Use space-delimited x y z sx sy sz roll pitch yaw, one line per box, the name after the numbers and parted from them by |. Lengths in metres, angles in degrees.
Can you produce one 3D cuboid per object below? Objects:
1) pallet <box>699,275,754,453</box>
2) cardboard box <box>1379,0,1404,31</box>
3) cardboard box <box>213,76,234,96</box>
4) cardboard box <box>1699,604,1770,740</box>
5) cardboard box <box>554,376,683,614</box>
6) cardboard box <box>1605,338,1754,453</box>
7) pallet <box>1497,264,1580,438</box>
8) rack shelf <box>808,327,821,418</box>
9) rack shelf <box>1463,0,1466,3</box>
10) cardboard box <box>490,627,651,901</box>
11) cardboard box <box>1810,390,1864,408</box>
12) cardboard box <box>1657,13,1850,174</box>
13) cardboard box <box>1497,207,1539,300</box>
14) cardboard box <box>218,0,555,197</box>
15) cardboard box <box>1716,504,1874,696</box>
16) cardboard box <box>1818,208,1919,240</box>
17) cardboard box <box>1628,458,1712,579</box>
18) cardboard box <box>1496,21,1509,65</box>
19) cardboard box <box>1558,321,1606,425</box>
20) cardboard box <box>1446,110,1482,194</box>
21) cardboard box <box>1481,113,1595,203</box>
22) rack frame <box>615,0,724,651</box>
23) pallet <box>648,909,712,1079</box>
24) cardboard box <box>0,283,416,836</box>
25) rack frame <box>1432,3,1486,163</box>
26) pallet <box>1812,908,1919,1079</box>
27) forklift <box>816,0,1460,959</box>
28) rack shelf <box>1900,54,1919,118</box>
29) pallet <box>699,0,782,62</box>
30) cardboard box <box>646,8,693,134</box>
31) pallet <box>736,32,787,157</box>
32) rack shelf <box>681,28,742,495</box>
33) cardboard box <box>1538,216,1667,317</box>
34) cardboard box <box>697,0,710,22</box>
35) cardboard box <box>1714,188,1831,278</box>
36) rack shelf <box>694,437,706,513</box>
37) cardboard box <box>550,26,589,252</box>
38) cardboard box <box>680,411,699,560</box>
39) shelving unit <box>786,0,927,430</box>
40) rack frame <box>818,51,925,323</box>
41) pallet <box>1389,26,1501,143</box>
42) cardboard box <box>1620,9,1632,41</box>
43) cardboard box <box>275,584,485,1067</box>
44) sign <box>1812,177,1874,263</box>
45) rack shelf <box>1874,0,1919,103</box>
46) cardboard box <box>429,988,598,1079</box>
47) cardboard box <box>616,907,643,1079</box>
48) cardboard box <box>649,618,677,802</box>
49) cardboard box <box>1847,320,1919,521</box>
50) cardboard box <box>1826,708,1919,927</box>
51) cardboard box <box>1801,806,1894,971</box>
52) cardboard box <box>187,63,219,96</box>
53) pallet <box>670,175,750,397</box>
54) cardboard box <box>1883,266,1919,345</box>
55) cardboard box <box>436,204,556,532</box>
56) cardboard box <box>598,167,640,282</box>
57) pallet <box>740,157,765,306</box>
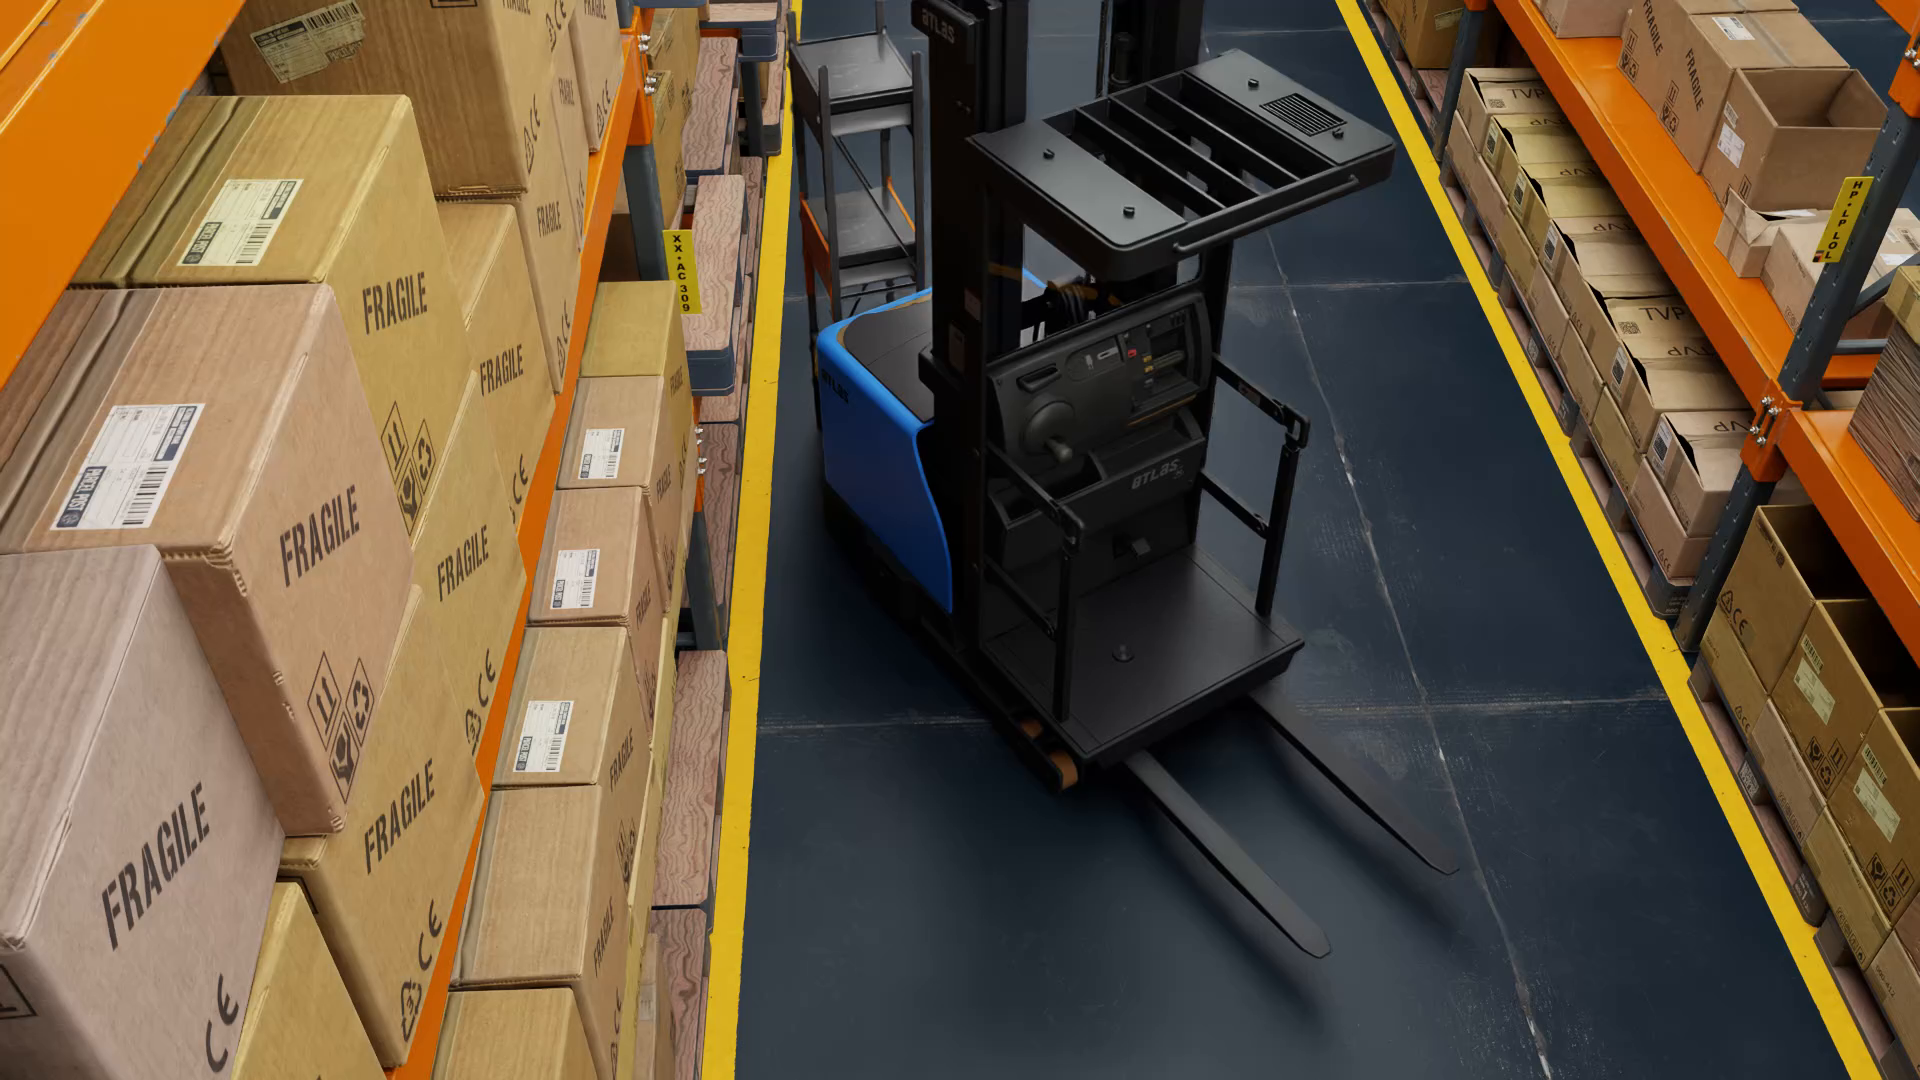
-1.552 -0.868 8.190 1.003 0.211 1.213 -2 43 -2 | pallet
3.020 -3.604 10.636 0.500 0.500 0.500 -3 43 -3 | cardboard box
-1.632 -0.652 3.583 0.500 0.500 0.500 -2 43 -2 | cardboard box
3.203 0.491 6.368 0.500 0.250 0.500 -2 43 -2 | cardboard box
-1.107 -0.126 4.859 0.500 0.500 0.500 -2 43 -2 | cardboard box
3.154 -0.653 7.202 0.500 0.311 0.500 -1 43 -1 | cardboard box
3.361 -0.983 8.316 1.003 0.211 1.213 -2 43 -2 | pallet
-0.417 -0.668 7.631 0.431 0.518 0.480 -13 44 -13 | rack shelf
3.231 -4.475 10.594 1.077 0.370 4.000 -2 43 -2 | rack shelf
-1.074 0.565 4.104 0.500 0.500 0.500 0 43 0 | cardboard box
3.701 -0.661 7.210 0.500 0.311 0.500 -2 43 -2 | cardboard box
3.426 -1.939 7.221 0.500 0.500 0.500 -2 43 -2 | cardboard box
3.095 -1.479 8.517 0.500 0.250 0.500 -3 43 -3 | cardboard box
-1.105 -1.011 3.234 0.500 0.500 0.500 -3 43 -3 | cardboard box
3.193 0.215 6.114 0.500 0.500 0.500 -2 43 -2 | cardboard box
3.653 -1.201 6.676 0.380 0.149 0.250 -2 43 -2 | cardboard box
3.179 -0.102 7.015 0.500 0.250 0.500 -2 43 -2 | cardboard box
3.554 -3.299 10.303 0.500 0.500 0.500 -3 43 -3 | cardboard box
3.137 -0.789 7.765 0.500 0.250 0.500 -1 43 -1 | cardboard box
3.045 -2.169 9.270 0.500 0.250 0.500 -2 43 -2 | cardboard box
3.076 -2.021 8.694 0.500 0.311 0.500 -3 43 -3 | cardboard box
-1.463 -0.545 5.774 1.000 3.000 0.127 -2 43 -2 | rack frame
-1.344 1.761 5.322 1.003 0.211 1.213 -2 43 -2 | pallet
-1.038 0.030 2.098 0.500 0.500 0.500 -2 43 -2 | cardboard box
3.316 -3.390 8.878 1.000 3.000 0.127 -2 43 -2 | rack frame
3.533 1.702 5.386 1.003 0.211 1.213 -2 43 -2 | pallet
0.634 -0.495 5.770 1.130 2.935 3.031 -24 48 -24 | forklift
3.571 -0.180 3.688 1.077 0.370 4.000 -2 43 -2 | rack shelf
-1.496 -2.696 8.263 1.213 0.211 1.003 -2 43 -2 | pallet
-1.526 -1.909 6.863 0.700 0.500 0.500 4 43 4 | cardboard box
-1.591 -2.751 10.245 1.003 0.211 1.213 -2 43 -2 | pallet
-1.548 -1.630 7.490 1.077 0.370 4.000 -2 43 -2 | rack shelf
3.117 -1.330 7.940 0.500 0.311 0.500 -2 43 -2 | cardboard box
-1.552 -2.750 7.781 0.700 0.500 0.500 -5 43 -6 | cardboard box
3.265 -1.228 6.619 0.396 0.266 0.258 -3 43 -3 | cardboard box
-1.378 1.071 4.544 1.077 0.370 4.000 -2 43 -2 | rack shelf
-1.186 -1.019 3.983 0.500 0.500 0.500 -5 43 -5 | cardboard box
-1.140 -0.186 5.478 0.500 0.250 0.500 -2 43 -2 | cardboard box
-0.417 -1.194 7.149 0.431 2.100 0.503 -13 44 -13 | shelving unit
-0.340 -1.038 6.978 0.400 2.100 0.015 -13 44 -13 | rack frame
3.322 -2.867 10.371 1.003 0.211 1.213 -2 43 -2 | pallet
3.426 -2.438 8.025 0.380 0.149 0.250 1 43 1 | cardboard box
-1.045 0.409 2.425 0.500 0.500 0.500 1 43 1 | cardboard box
2.944 -1.065 5.543 0.100 0.325 0.005 -2 43 -2 | sign
3.401 -2.880 6.634 1.077 0.370 4.000 -2 43 -2 | rack shelf
-1.024 1.262 3.344 0.500 0.500 0.500 -2 43 -2 | cardboard box
-1.049 1.171 3.999 0.500 0.250 0.500 -2 43 -2 | cardboard box
-1.091 0.490 4.741 0.500 0.250 0.500 -2 43 -2 | cardboard box
3.511 -0.427 5.571 0.700 0.500 0.500 -3 43 -3 | cardboard box
3.235 0.890 5.378 0.500 0.500 0.500 -2 43 -2 | cardboard box
3.235 1.167 5.631 0.500 0.250 0.500 -2 43 -2 | cardboard box
-1.620 -0.688 2.881 0.500 0.500 0.500 -2 43 -2 | cardboard box
-1.350 -0.994 6.406 1.003 0.211 1.213 -2 43 -2 | pallet
3.304 -0.778 5.475 0.380 0.149 0.250 -2 43 -2 | cardboard box
-1.115 -0.302 3.201 0.500 0.500 0.500 1 43 1 | cardboard box
-1.451 -1.088 5.967 0.700 0.500 0.500 -2 43 -2 | cardboard box
-1.601 -1.689 9.087 1.003 0.211 1.213 -2 43 -2 | pallet
